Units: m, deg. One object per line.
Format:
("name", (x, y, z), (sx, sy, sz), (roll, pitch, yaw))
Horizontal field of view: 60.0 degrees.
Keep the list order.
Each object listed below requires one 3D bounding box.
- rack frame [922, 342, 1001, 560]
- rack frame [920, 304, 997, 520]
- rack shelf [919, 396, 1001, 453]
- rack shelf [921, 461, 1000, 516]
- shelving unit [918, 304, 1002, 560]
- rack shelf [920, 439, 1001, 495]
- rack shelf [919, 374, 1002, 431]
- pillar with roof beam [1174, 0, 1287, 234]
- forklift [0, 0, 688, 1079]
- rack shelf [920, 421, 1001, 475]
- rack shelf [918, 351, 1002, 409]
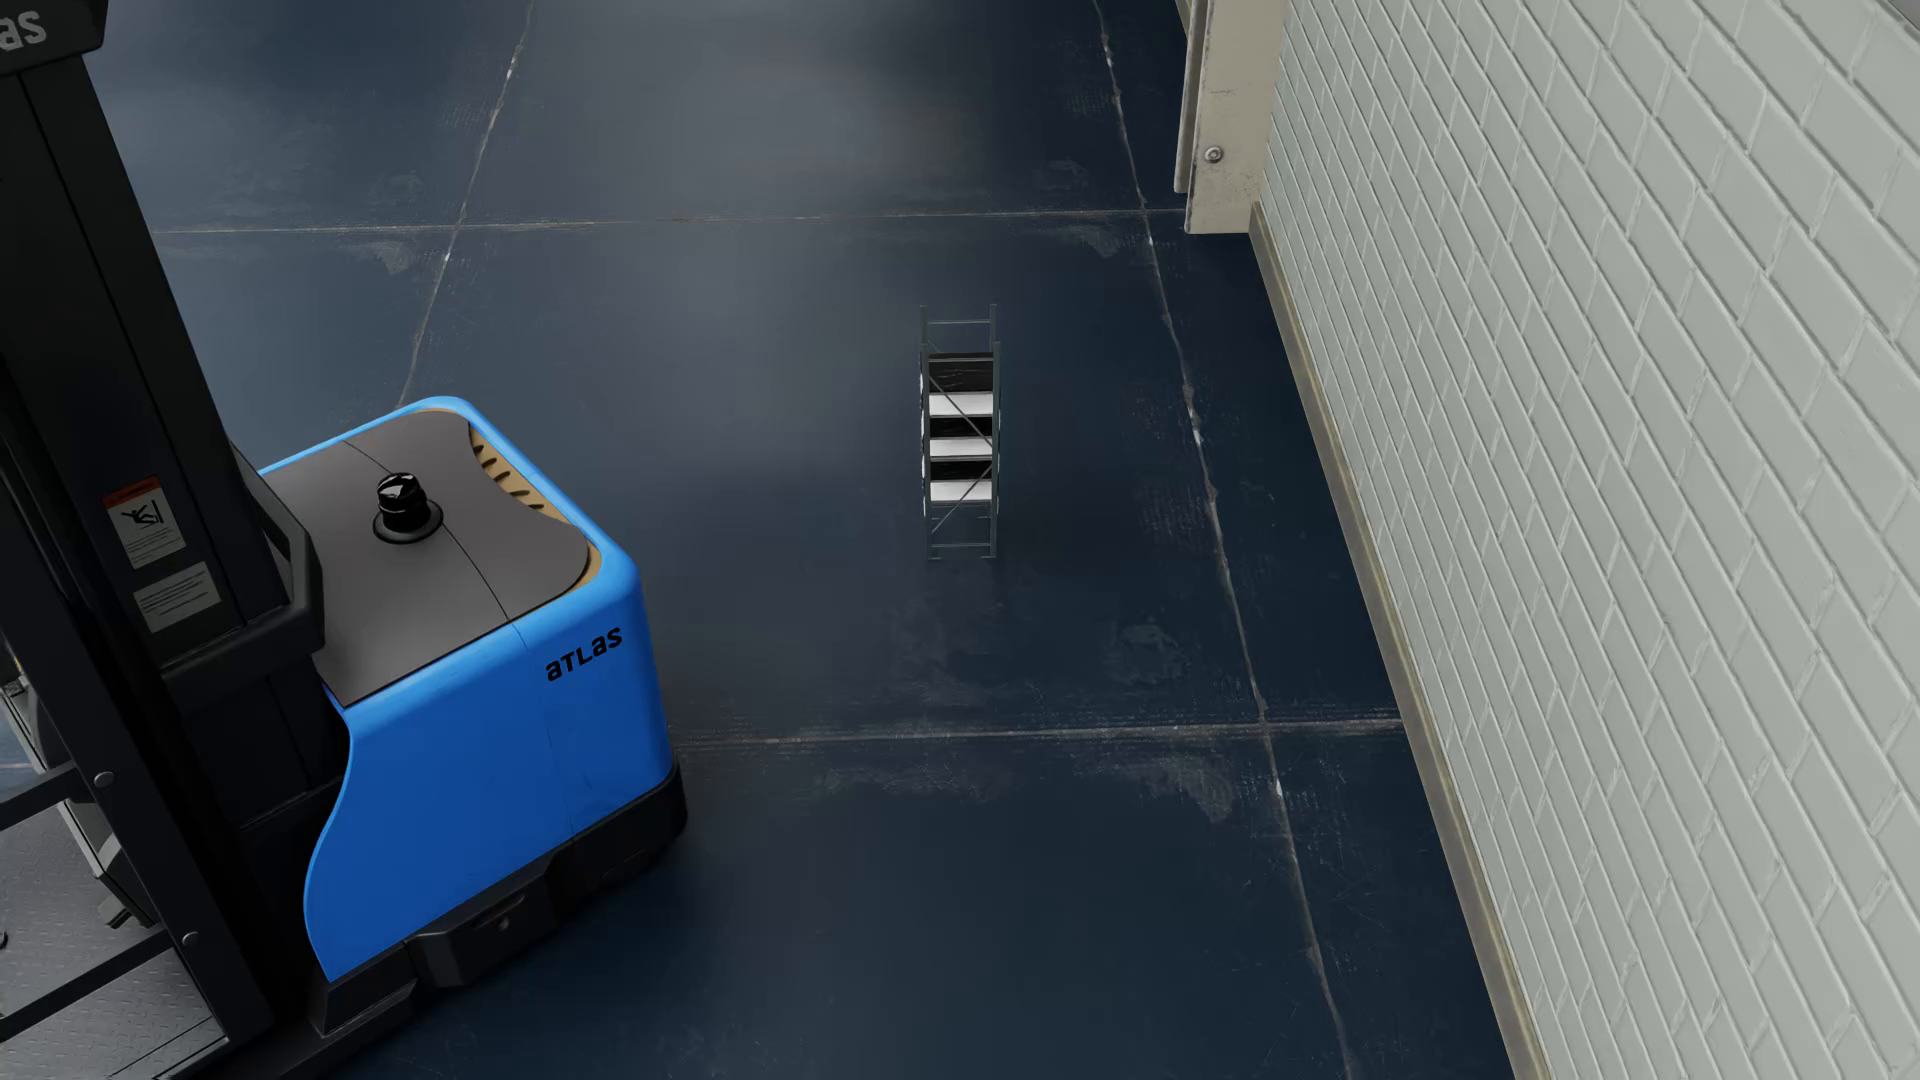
("rack frame", (0.004, -0.269, 5.377), (0.240, 0.900, 0.006), (-2, 43, -2))
("rack frame", (-0.005, -0.406, 5.527), (0.240, 0.900, 0.006), (-2, 43, -2))
("rack shelf", (0.000, -0.379, 5.414), (0.258, 0.077, 0.200), (-2, 43, -2))
("rack shelf", (0.000, -0.180, 5.596), (0.258, 0.077, 0.200), (-2, 43, -2))
("shelving unit", (0.000, -0.337, 5.452), (0.258, 0.900, 0.210), (-2, 43, -2))
("rack shelf", (0.000, -0.246, 5.535), (0.258, 0.077, 0.200), (-2, 43, -2))
("rack shelf", (0.000, -0.445, 5.353), (0.258, 0.077, 0.200), (-2, 43, -2))
("pillar with roof beam", (-3.177, -4.658, 4.172), (9.100, 9.000, 0.400), (-2, 43, -2))
("forklift", (-2.229, 0.179, 3.386), (3.031, 2.935, 1.130), (-30, 50, -29))
("rack shelf", (0.000, -0.313, 5.474), (0.258, 0.077, 0.200), (-2, 43, -2))
("rack shelf", (0.000, -0.512, 5.292), (0.258, 0.077, 0.200), (-2, 43, -2))
